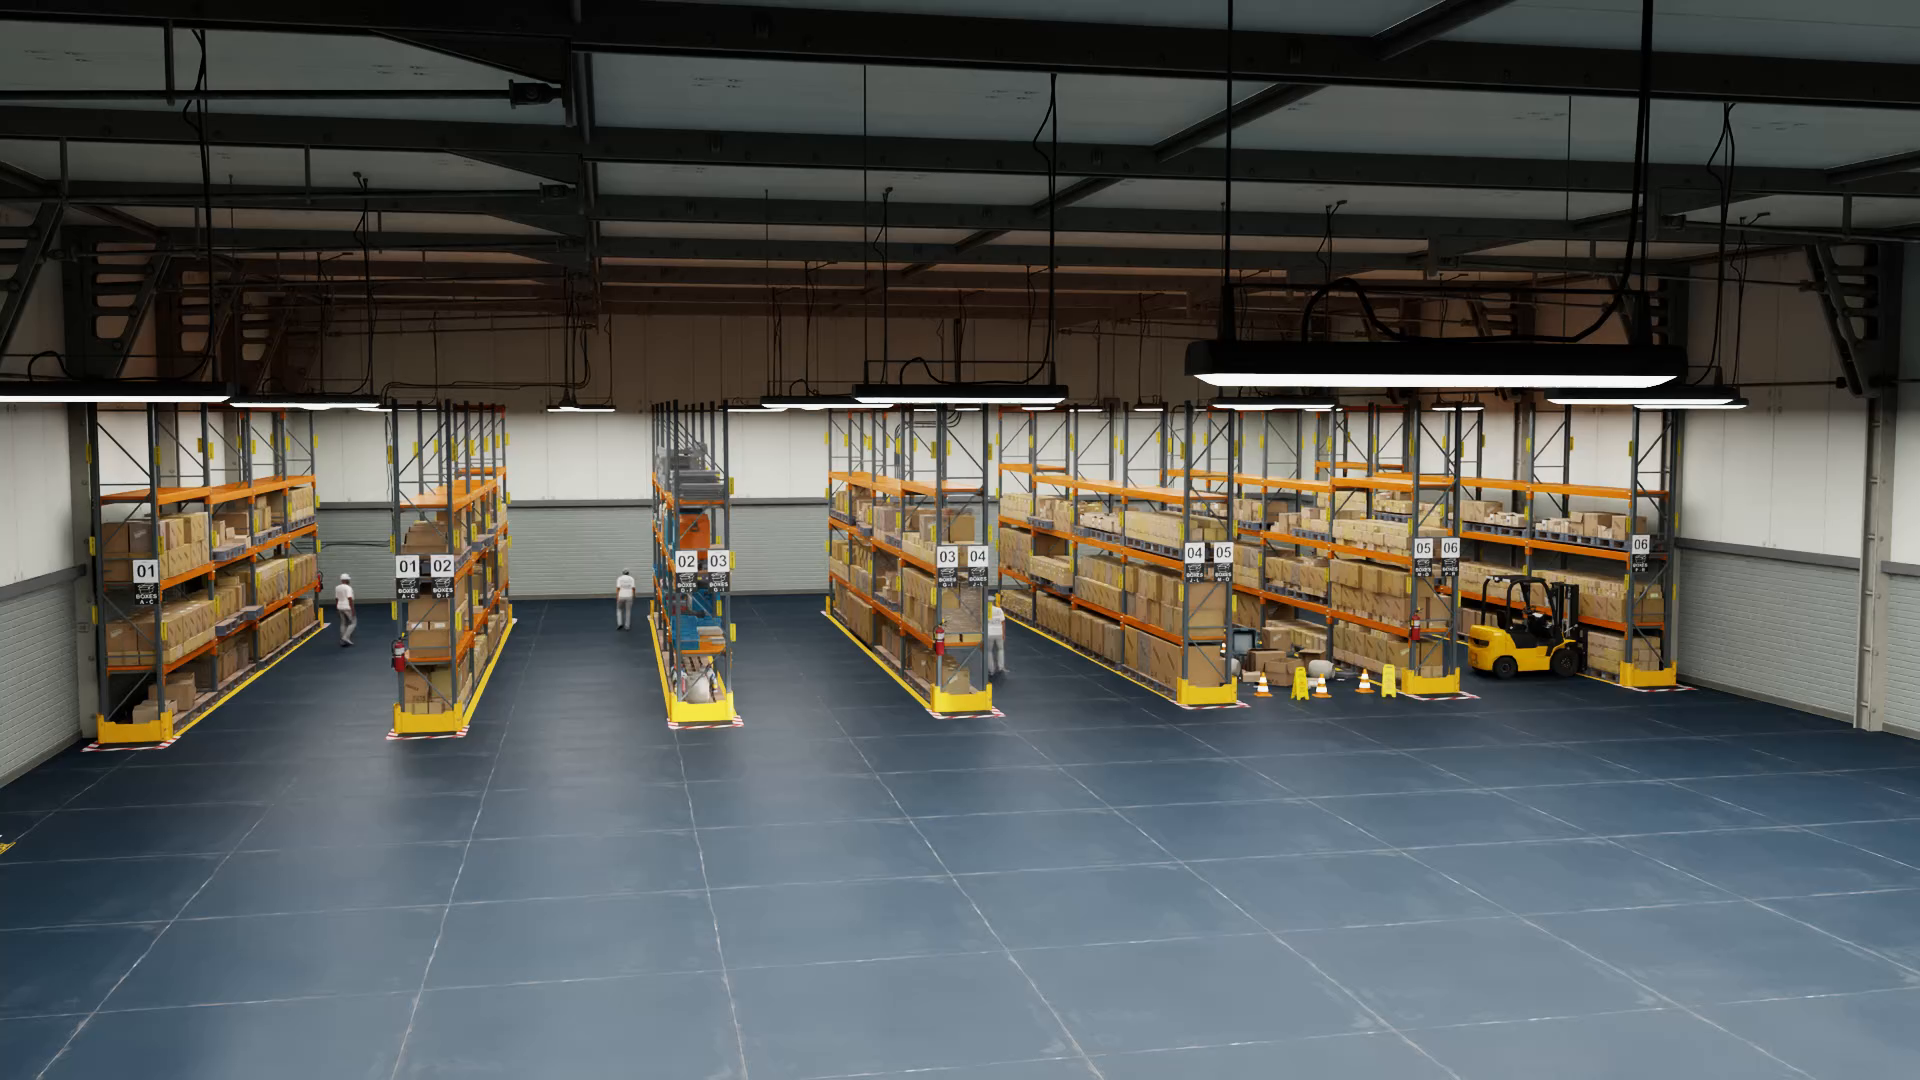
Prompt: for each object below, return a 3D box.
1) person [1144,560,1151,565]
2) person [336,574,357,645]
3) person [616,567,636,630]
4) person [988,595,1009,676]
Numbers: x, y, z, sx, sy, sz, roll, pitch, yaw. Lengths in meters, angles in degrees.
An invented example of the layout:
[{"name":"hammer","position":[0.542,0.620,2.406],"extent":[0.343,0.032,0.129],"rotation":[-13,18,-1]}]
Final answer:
[{"name":"person","position":[5.182,1.395,45.627],"extent":[0.539,1.779,0.638],"rotation":[4,6,39]},{"name":"person","position":[-15.276,1.728,41.323],"extent":[0.614,1.768,0.471],"rotation":[3,5,31]},{"name":"person","position":[-8.910,1.574,44.286],"extent":[0.535,1.710,0.440],"rotation":[-1,4,-11]},{"name":"person","position":[0.753,2.101,36.465],"extent":[0.599,1.757,0.538],"rotation":[-1,5,-19]}]
